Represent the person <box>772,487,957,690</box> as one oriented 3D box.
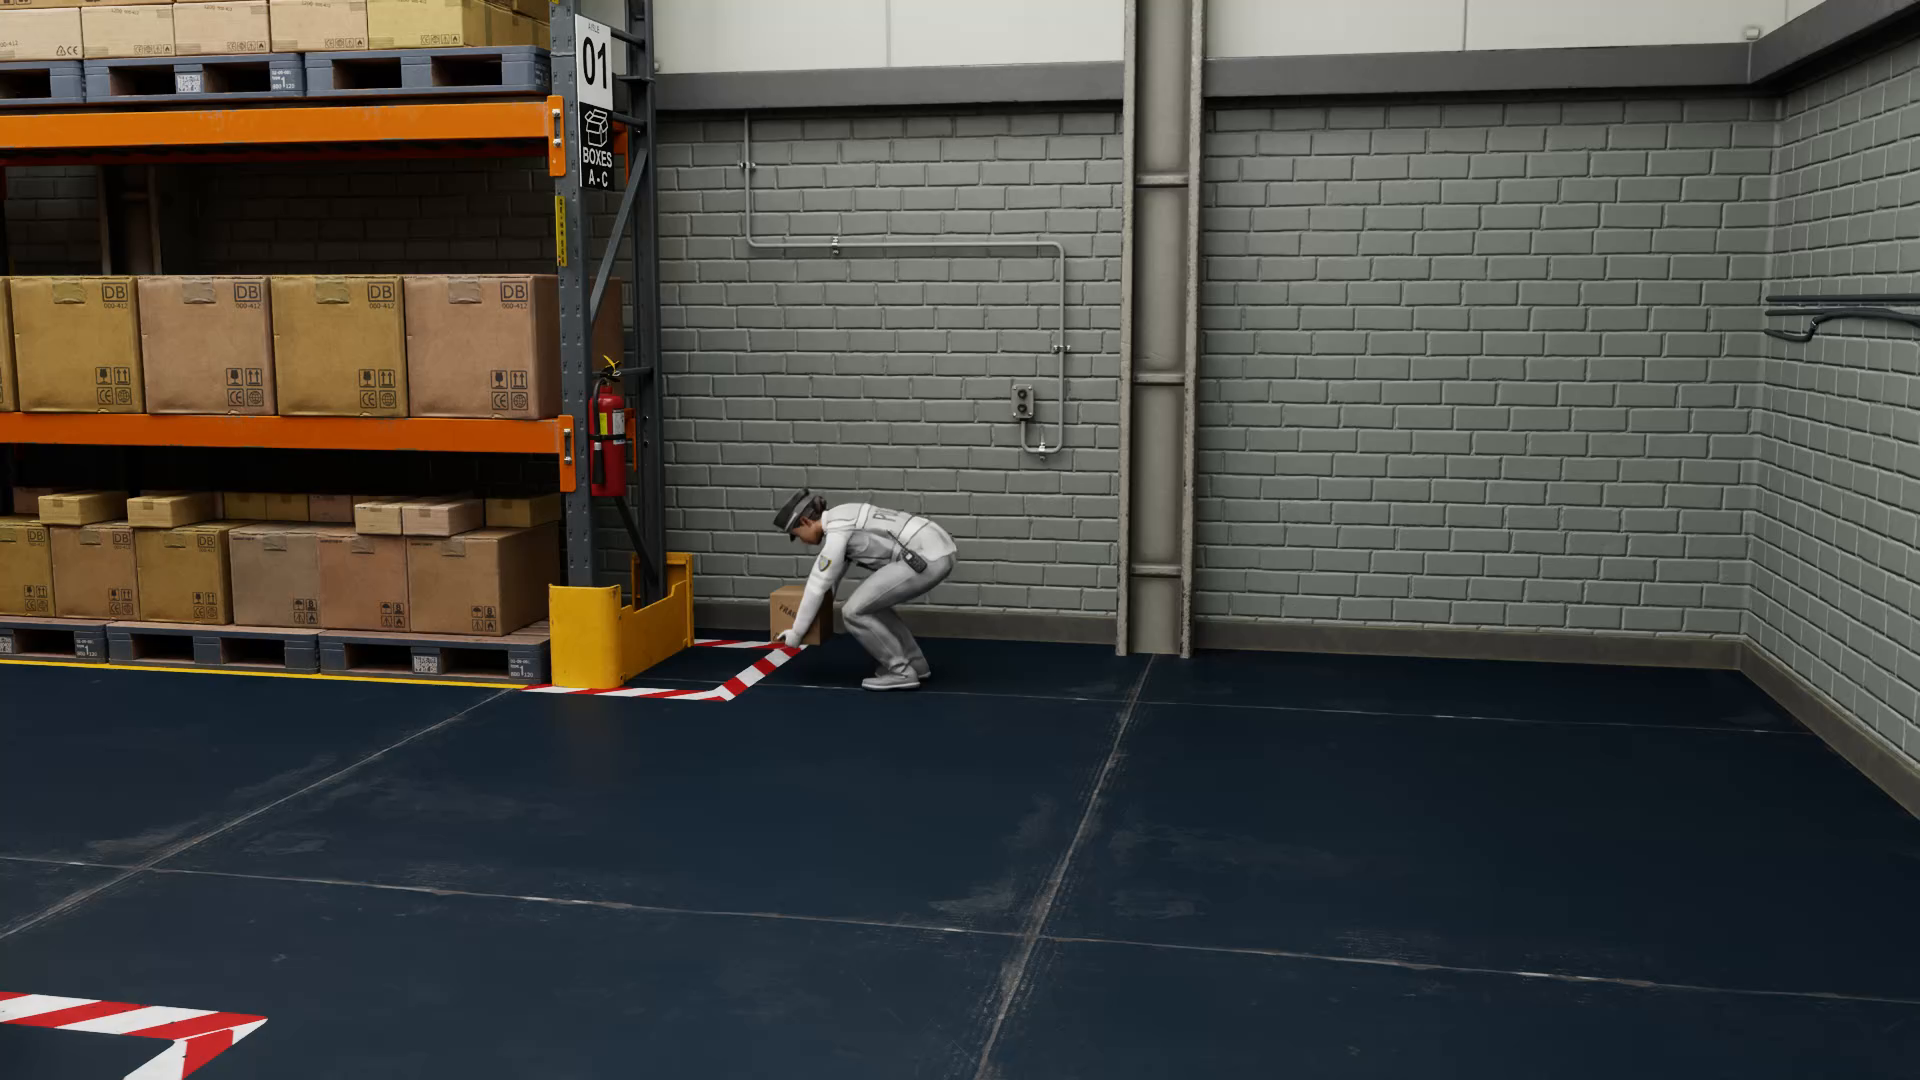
[{"bbox_3d":[-0.474,0.228,8.175,0.908,0.977,0.468,1,8,9],"label":"person"}]
